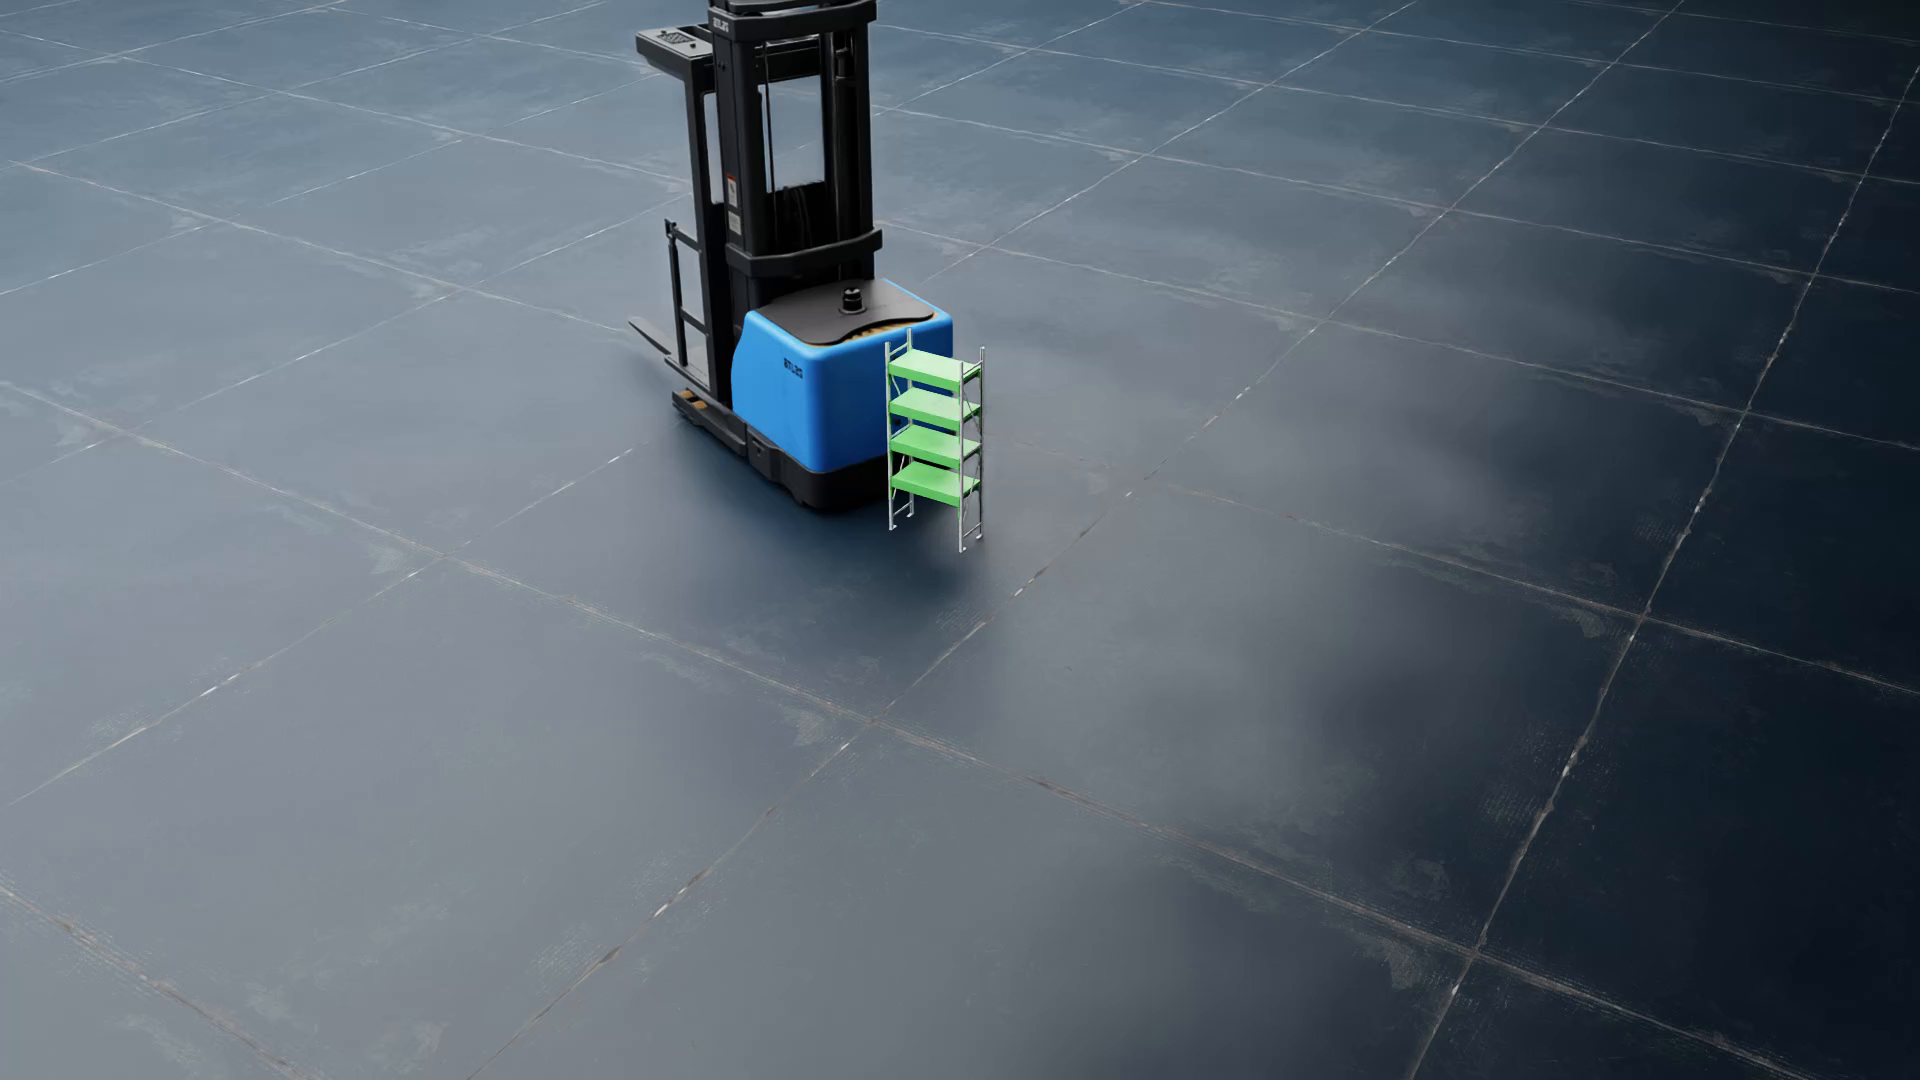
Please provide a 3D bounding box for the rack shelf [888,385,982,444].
[{"bbox_3d":[-0.140,-0.715,9.435,0.480,0.148,0.258,18,35,27],"label":"rack shelf"}]

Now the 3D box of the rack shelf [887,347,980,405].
[{"bbox_3d":[-0.140,-0.922,9.314,0.480,0.148,0.258,18,35,27],"label":"rack shelf"}]

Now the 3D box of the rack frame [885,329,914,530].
[{"bbox_3d":[-0.347,-0.628,9.636,0.015,1.200,0.240,18,35,27],"label":"rack frame"}]

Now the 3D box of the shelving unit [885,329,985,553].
[{"bbox_3d":[-0.140,-0.563,9.524,0.503,1.200,0.258,18,35,27],"label":"shelving unit"}]

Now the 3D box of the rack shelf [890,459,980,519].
[{"bbox_3d":[-0.140,-0.300,9.677,0.480,0.148,0.258,18,35,27],"label":"rack shelf"}]

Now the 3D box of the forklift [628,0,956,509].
[{"bbox_3d":[-1.275,-2.147,10.522,1.130,2.935,3.031,-19,35,-29],"label":"forklift"}]

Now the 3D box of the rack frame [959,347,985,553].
[{"bbox_3d":[0.066,-0.497,9.412,0.015,1.200,0.240,18,35,27],"label":"rack frame"}]

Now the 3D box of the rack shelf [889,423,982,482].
[{"bbox_3d":[-0.140,-0.507,9.556,0.480,0.148,0.258,18,35,27],"label":"rack shelf"}]
